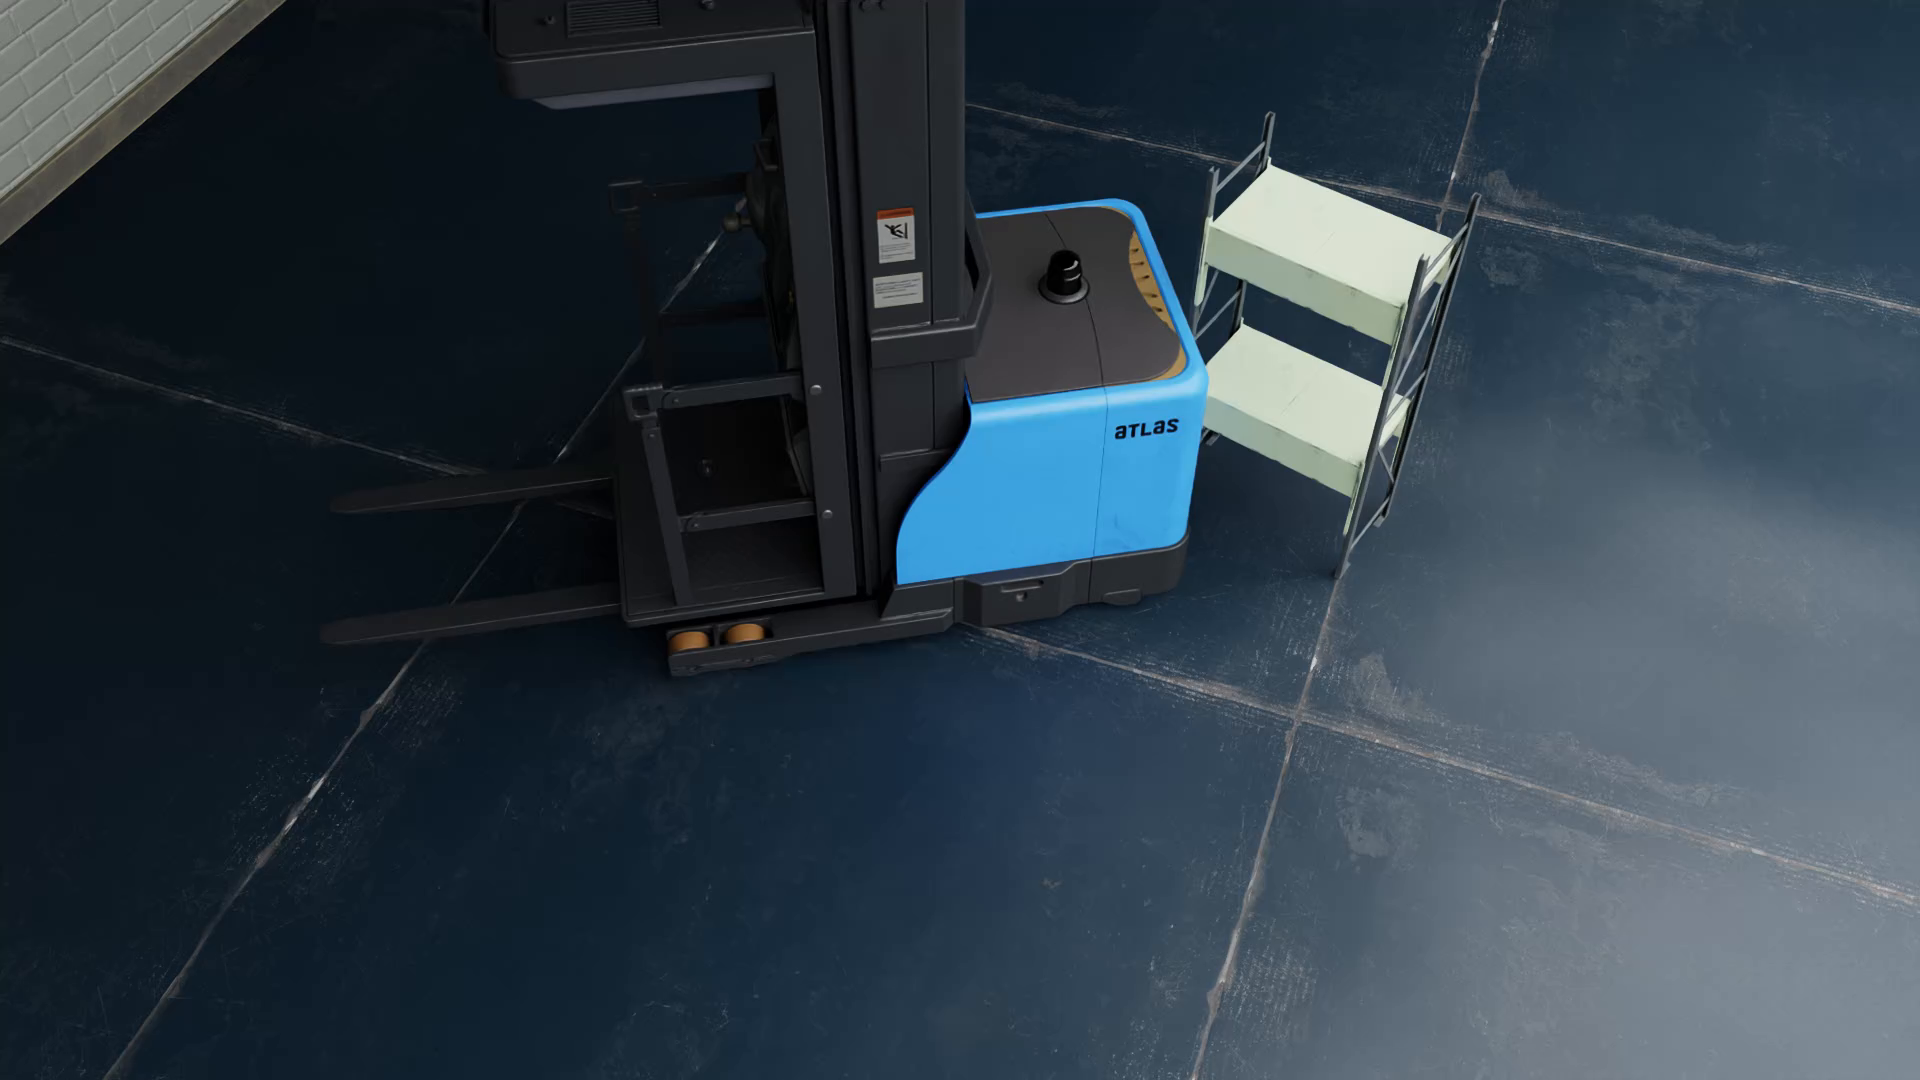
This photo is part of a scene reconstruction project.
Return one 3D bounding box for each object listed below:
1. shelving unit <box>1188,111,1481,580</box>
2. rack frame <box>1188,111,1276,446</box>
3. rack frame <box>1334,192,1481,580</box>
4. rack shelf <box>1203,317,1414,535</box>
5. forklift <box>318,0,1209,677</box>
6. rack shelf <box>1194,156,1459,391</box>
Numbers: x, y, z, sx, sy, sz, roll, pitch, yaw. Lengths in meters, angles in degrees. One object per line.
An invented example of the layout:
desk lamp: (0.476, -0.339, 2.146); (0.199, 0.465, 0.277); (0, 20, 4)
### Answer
shelving unit: (1.210, -0.635, 5.808); (0.755, 1.500, 0.431); (29, 55, 23)
rack frame: (0.915, -0.798, 5.949); (0.023, 1.500, 0.400); (29, 55, 23)
rack frame: (1.506, -0.472, 5.666); (0.023, 1.500, 0.400); (29, 55, 23)
rack shelf: (1.210, -0.421, 6.054); (0.720, 0.370, 0.431); (29, 55, 23)
forklift: (-0.754, -0.920, 5.108); (3.031, 2.935, 1.130); (-8, 50, -7)
rack shelf: (1.210, -0.891, 5.513); (0.720, 0.370, 0.431); (29, 55, 23)
